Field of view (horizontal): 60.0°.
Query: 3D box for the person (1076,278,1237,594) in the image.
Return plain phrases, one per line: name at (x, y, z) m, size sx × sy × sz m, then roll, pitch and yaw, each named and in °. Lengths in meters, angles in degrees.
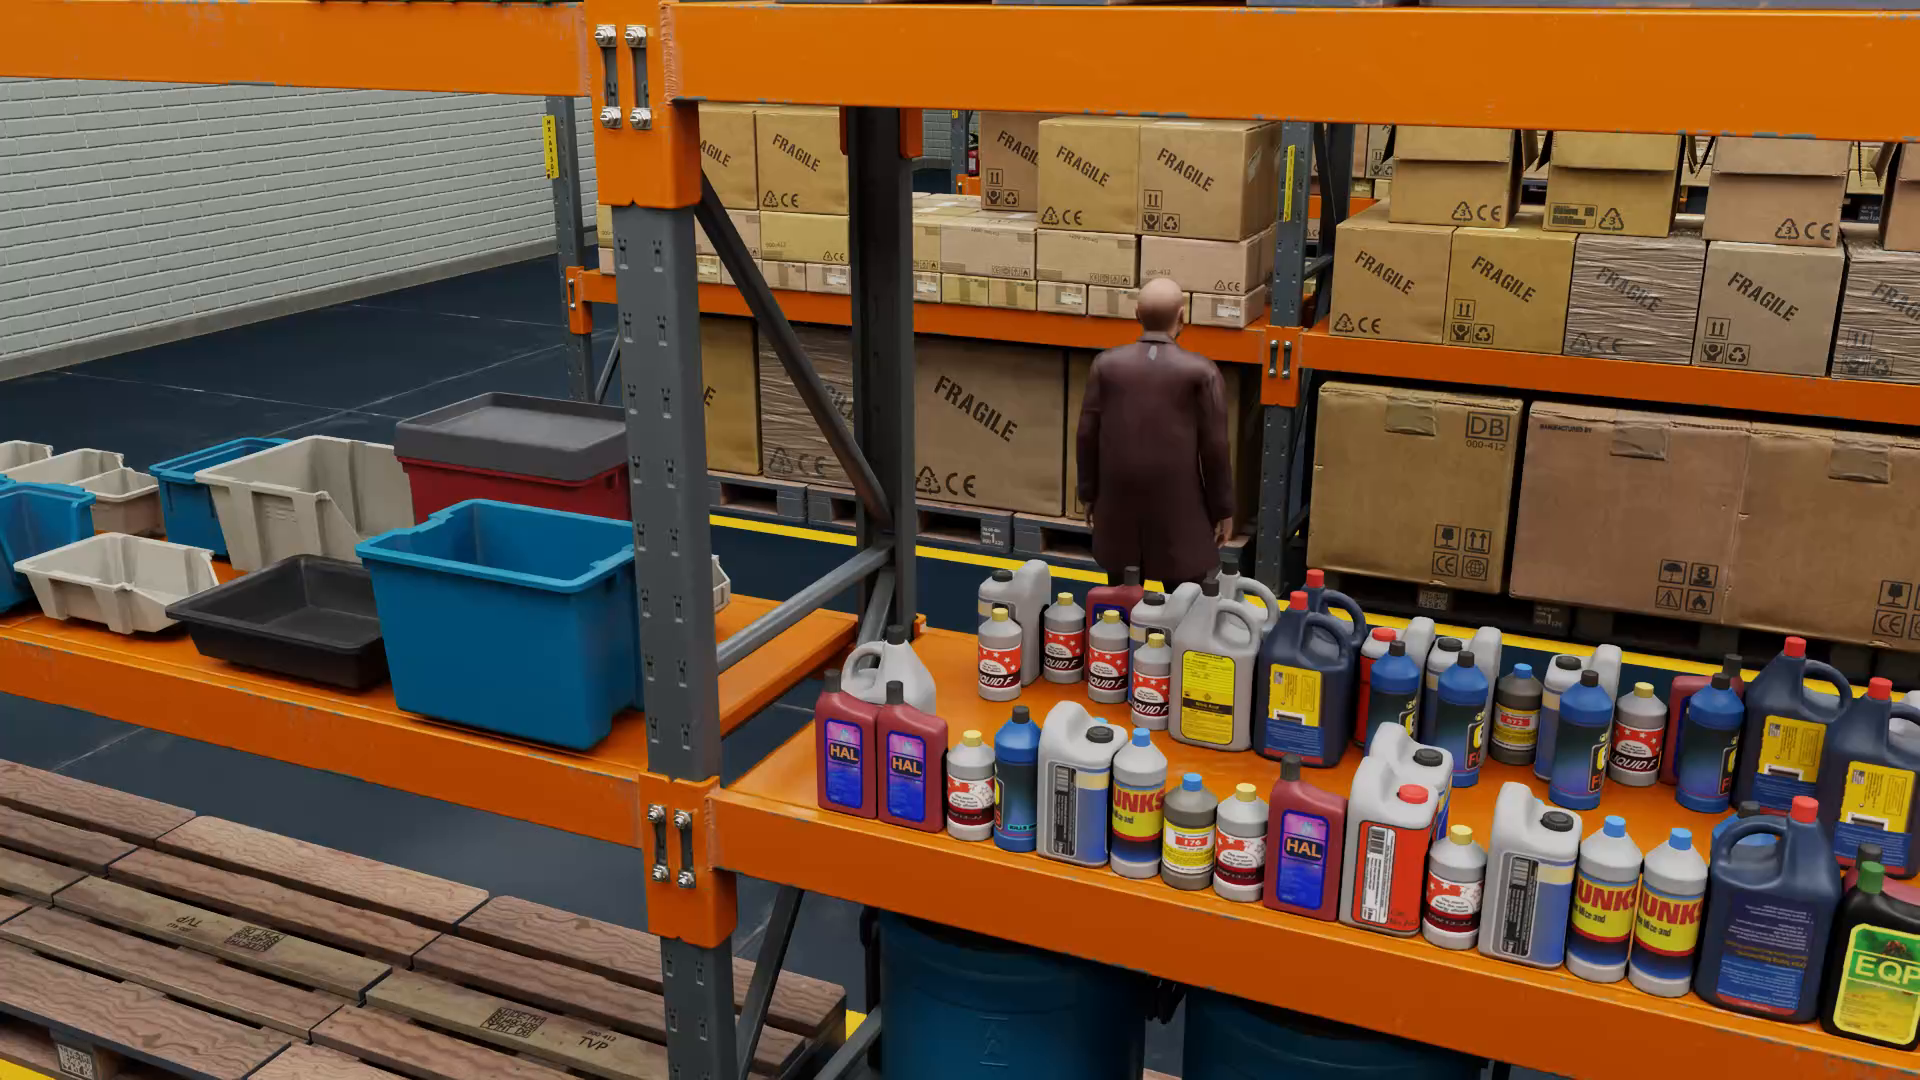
person at (0.754, -0.123, 6.448) m, size 0.643 × 1.774 × 0.423 m, roll 8°, pitch 20°, yaw 23°
